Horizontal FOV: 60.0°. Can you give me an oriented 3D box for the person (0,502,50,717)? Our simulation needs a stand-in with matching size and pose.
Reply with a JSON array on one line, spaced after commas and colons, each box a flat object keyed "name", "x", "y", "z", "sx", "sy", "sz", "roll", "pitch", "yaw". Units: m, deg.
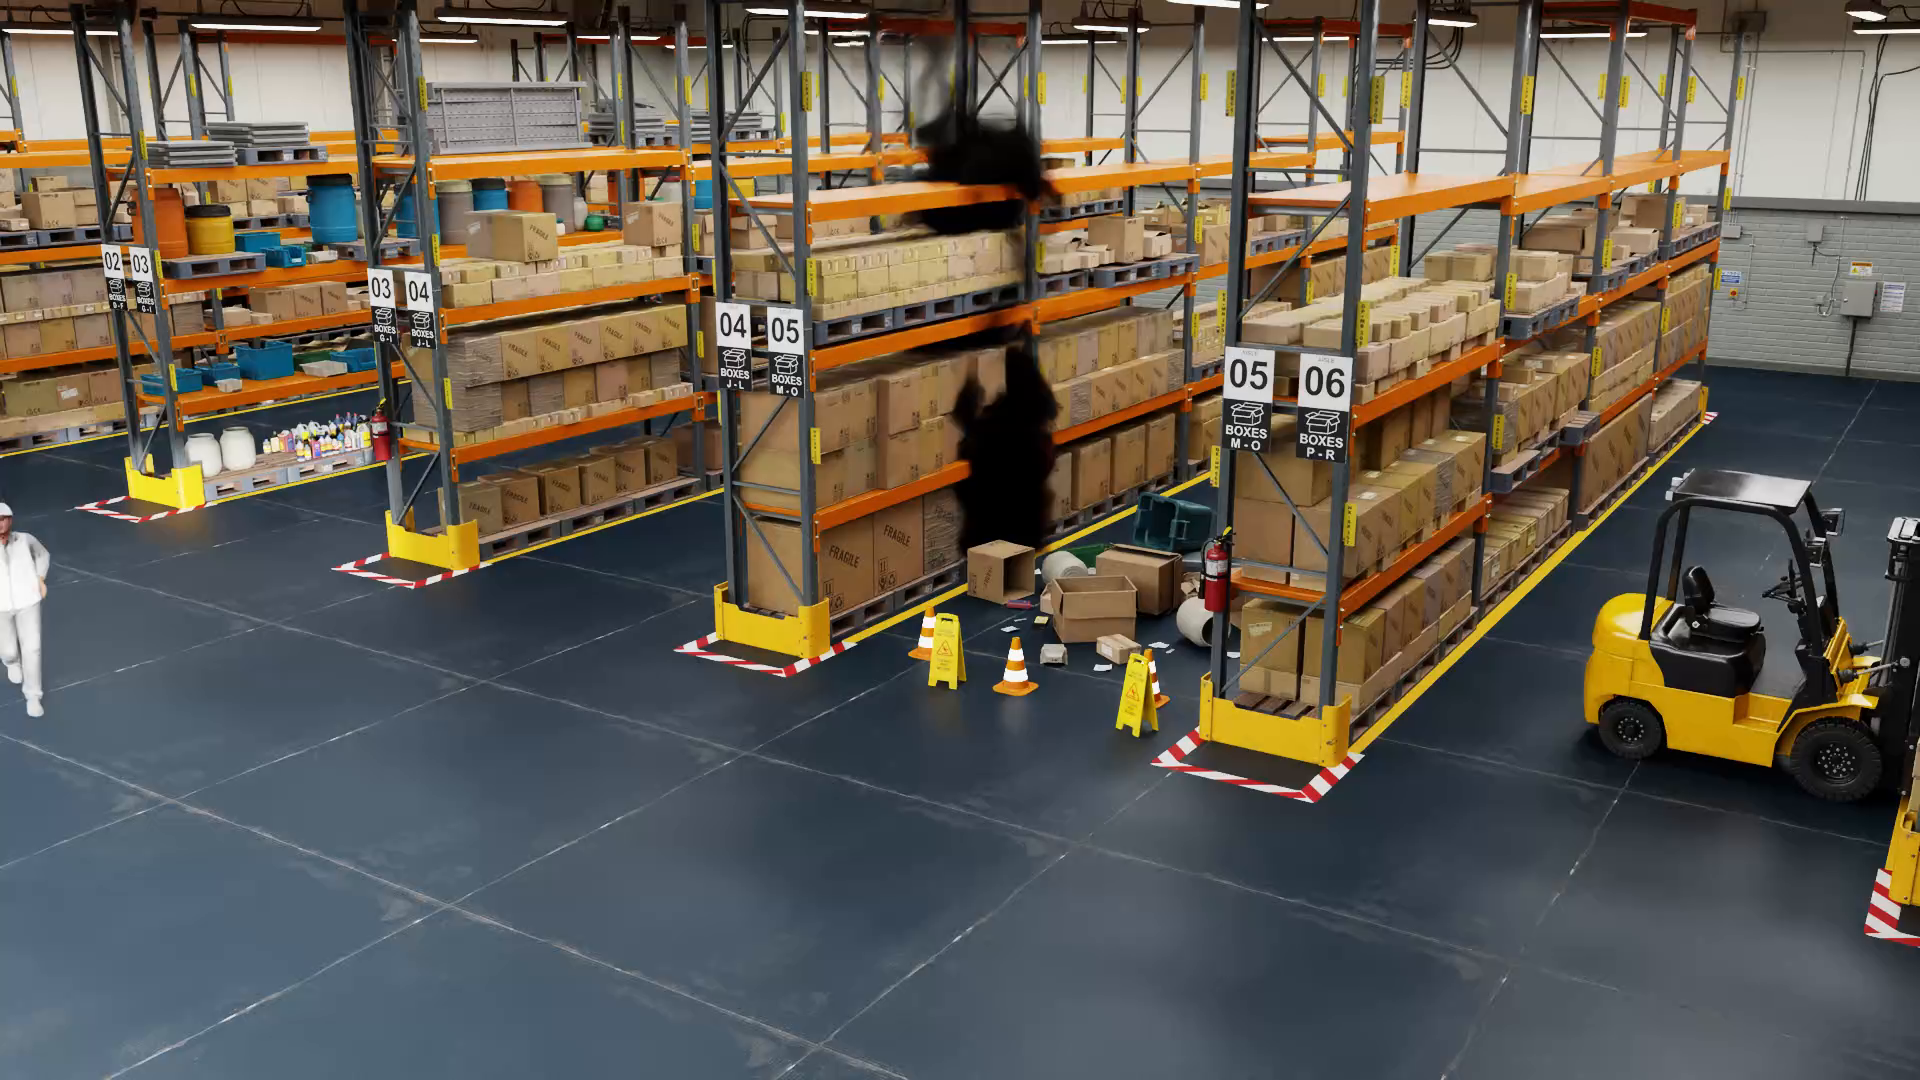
[{"name": "person", "x": -7.962, "y": 0.536, "z": 13.980, "sx": 0.661, "sy": 1.769, "sz": 0.936, "roll": -10, "pitch": 18, "yaw": -31}]
